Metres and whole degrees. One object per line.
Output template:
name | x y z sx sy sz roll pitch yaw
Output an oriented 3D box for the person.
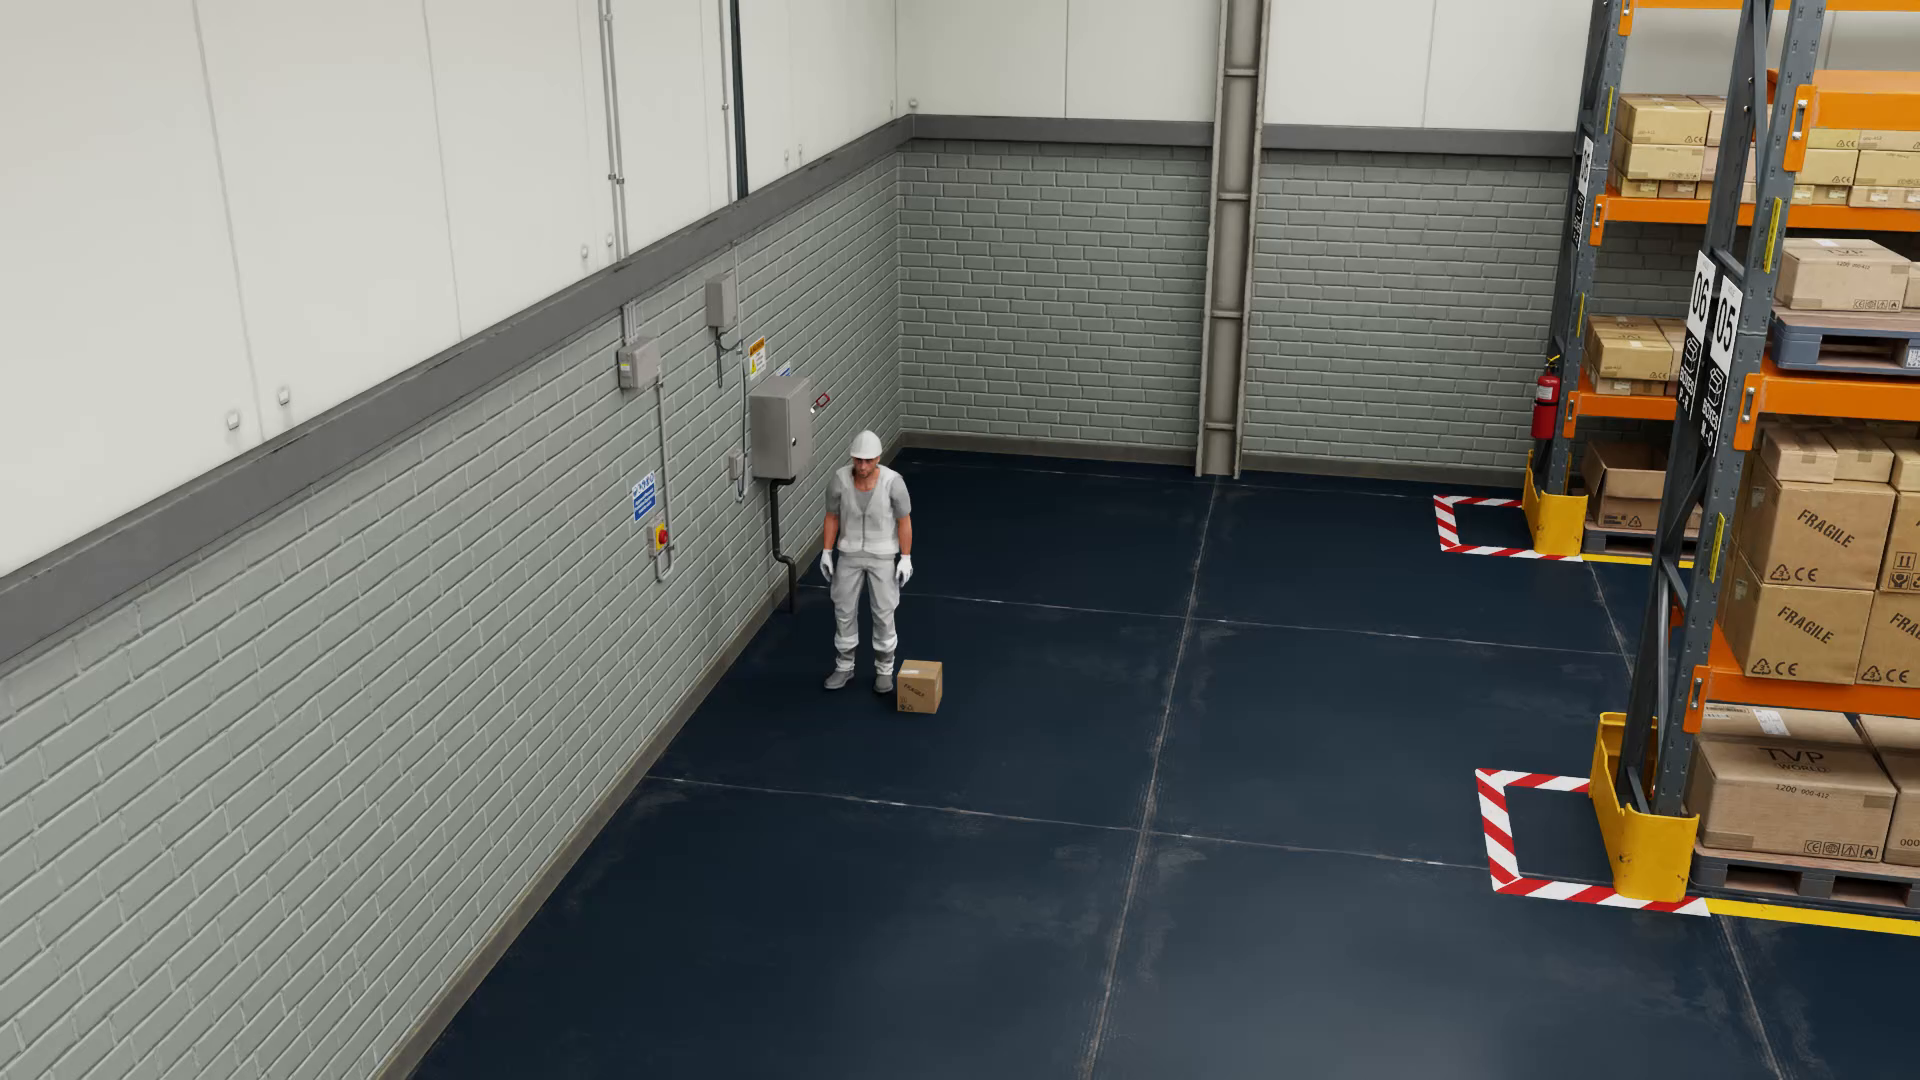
person | -0.606 0.129 10.735 0.610 1.777 0.451 3 22 8
